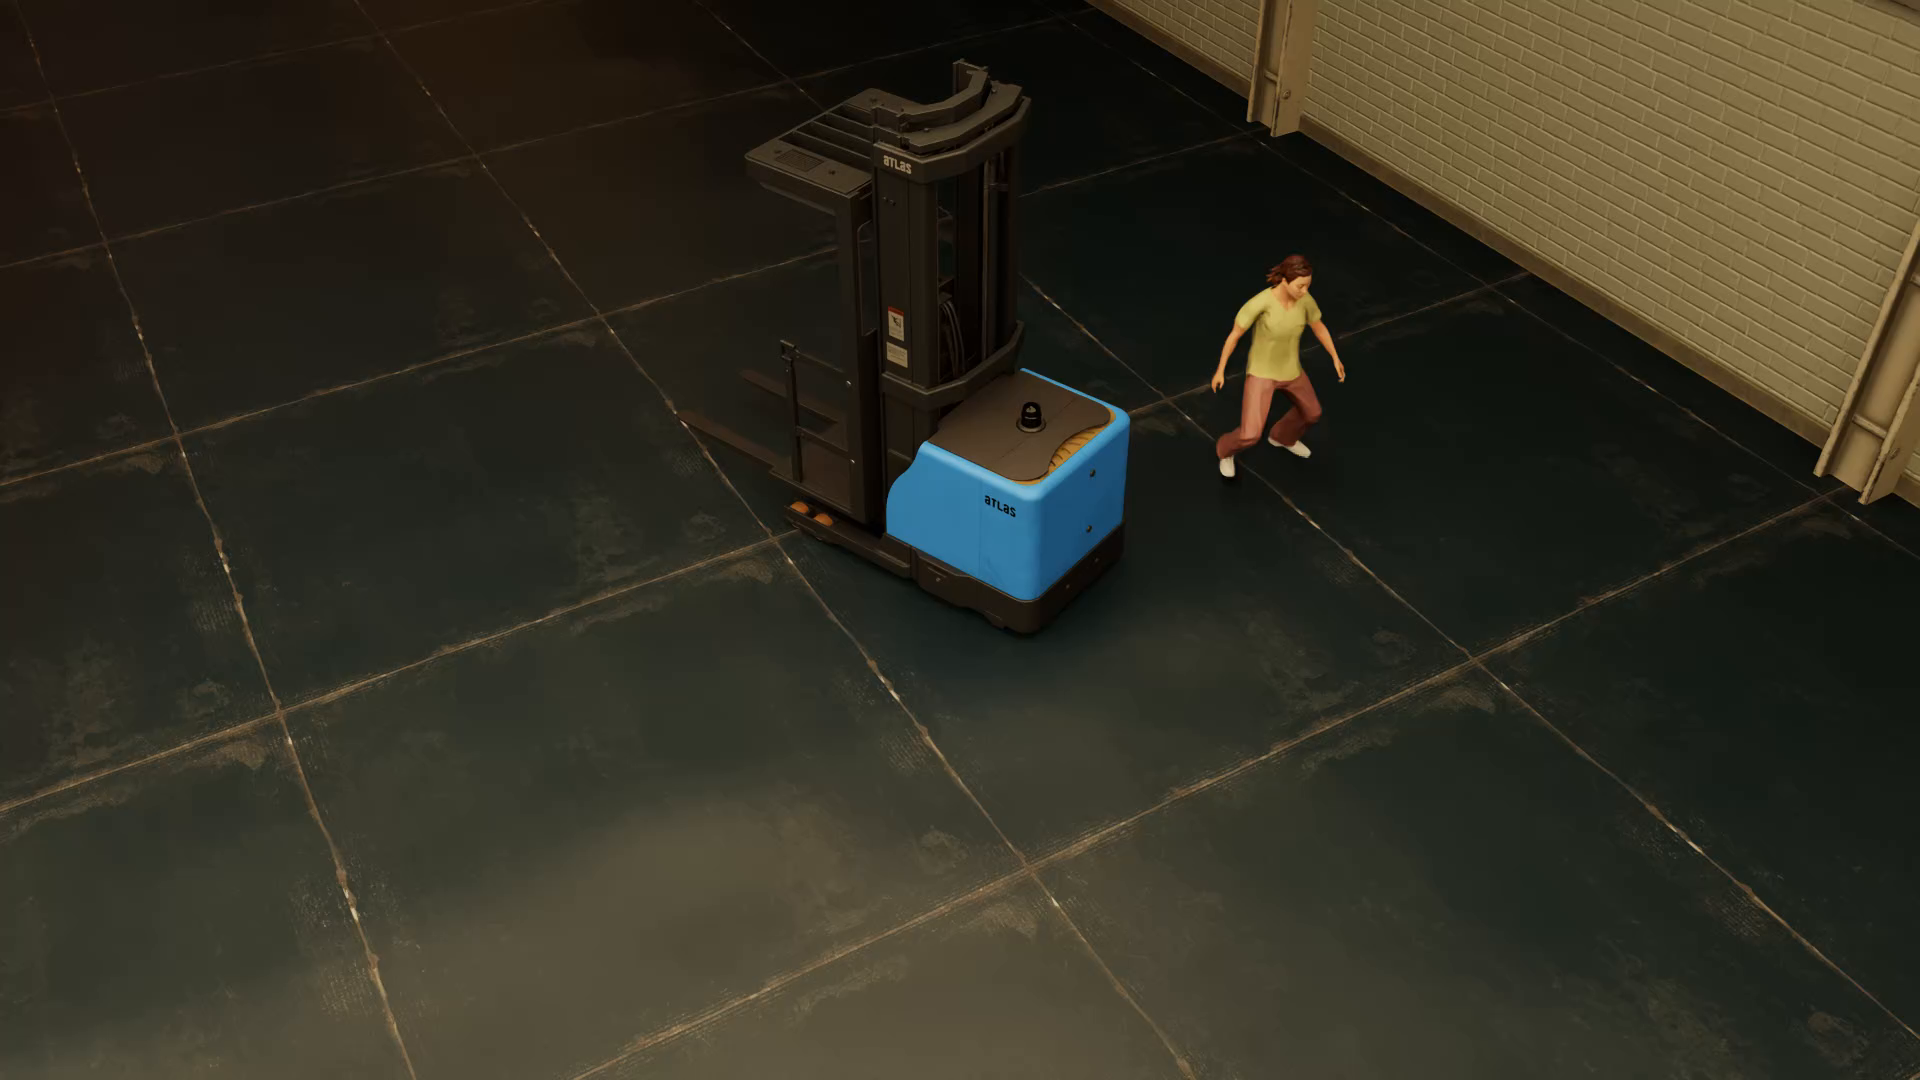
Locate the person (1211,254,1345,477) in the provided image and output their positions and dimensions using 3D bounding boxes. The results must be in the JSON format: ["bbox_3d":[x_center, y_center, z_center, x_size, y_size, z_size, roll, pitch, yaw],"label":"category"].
[{"bbox_3d":[1.985,-1.062,10.403,0.848,1.571,0.571,-11,41,-13],"label":"person"}]

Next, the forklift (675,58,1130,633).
[{"bbox_3d":[-0.481,-1.366,9.683,3.031,2.935,1.130,26,46,28],"label":"forklift"}]
